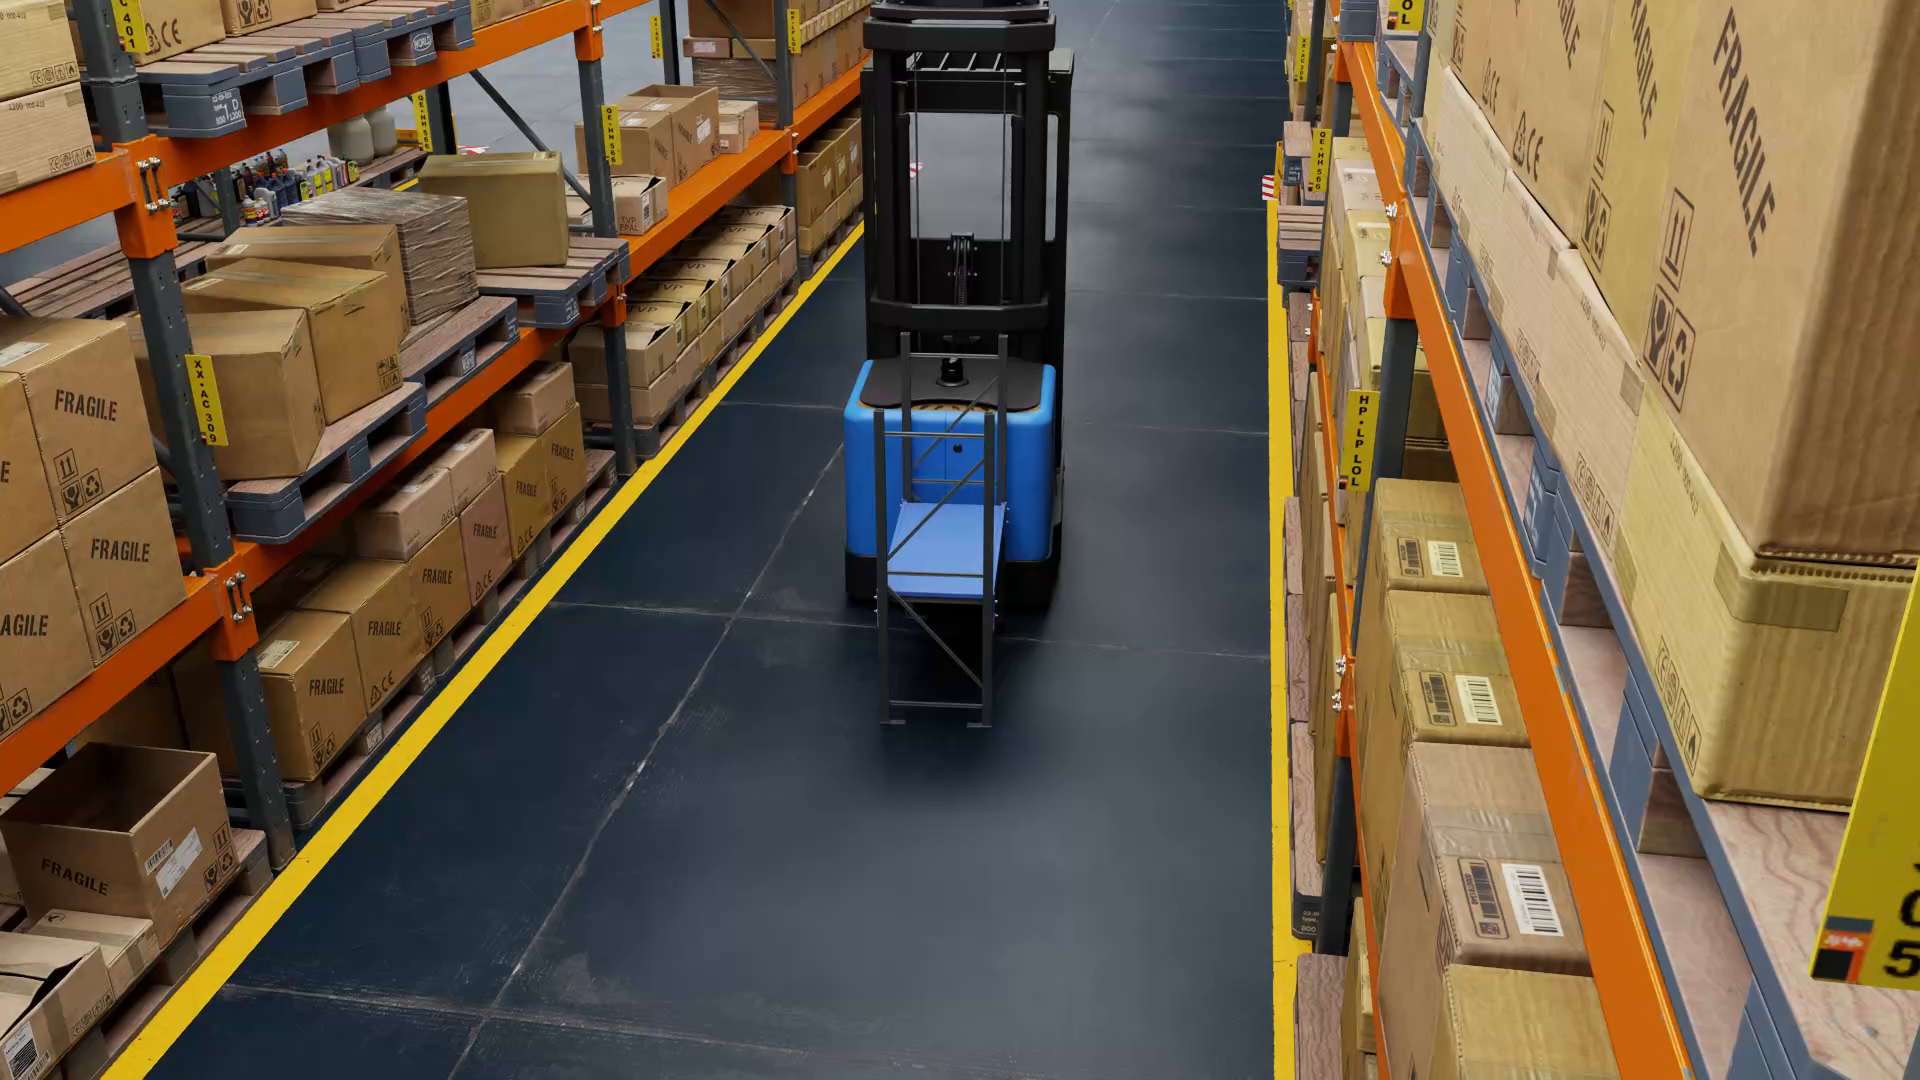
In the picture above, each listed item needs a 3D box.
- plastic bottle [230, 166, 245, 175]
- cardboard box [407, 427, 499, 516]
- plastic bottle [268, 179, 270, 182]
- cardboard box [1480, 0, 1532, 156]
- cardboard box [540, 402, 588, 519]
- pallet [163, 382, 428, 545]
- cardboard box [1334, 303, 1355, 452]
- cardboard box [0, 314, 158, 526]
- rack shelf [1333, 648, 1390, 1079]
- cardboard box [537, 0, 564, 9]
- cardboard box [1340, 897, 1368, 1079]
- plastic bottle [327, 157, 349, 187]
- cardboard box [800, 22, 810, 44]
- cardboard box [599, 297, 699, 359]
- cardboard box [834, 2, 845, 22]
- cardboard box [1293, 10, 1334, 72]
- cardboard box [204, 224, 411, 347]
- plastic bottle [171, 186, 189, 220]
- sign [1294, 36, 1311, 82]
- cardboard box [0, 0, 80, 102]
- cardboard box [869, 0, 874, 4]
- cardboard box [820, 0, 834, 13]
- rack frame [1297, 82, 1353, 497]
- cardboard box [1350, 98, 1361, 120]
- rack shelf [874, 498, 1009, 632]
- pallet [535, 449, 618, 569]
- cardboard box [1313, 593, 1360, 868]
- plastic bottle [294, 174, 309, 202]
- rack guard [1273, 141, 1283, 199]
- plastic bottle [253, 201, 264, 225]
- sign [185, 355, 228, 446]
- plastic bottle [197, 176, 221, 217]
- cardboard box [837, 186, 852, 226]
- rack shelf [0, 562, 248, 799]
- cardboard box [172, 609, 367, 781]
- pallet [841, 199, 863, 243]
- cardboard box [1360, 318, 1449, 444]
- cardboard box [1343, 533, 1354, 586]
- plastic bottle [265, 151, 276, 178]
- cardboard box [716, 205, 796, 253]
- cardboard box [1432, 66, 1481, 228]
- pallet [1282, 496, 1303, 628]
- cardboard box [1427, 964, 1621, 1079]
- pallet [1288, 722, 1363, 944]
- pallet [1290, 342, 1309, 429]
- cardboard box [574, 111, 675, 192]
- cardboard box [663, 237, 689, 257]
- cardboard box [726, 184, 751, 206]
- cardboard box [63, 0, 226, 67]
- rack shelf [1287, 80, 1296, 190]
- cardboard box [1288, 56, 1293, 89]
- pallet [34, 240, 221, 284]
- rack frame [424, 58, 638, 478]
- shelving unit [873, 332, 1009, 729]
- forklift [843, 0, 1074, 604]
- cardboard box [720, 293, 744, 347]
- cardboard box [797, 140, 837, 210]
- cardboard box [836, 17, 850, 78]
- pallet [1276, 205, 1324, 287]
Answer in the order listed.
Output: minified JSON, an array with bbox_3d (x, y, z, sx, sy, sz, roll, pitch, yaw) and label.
[{"bbox_3d":[-6.771,-3.350,15.562,0.152,0.276,0.135,4,25,9],"label":"plastic bottle"},{"bbox_3d":[-2.563,-0.341,7.986,0.500,0.250,0.500,4,25,8],"label":"cardboard box"},{"bbox_3d":[-6.260,-3.153,15.147,0.097,0.271,0.097,0,25,0],"label":"plastic bottle"},{"bbox_3d":[1.214,-0.944,2.869,0.500,0.500,0.500,4,25,9],"label":"cardboard box"},{"bbox_3d":[-2.395,-0.454,9.110,0.500,0.500,0.500,5,26,11],"label":"cardboard box"},{"bbox_3d":[-2.889,-0.361,6.709,1.003,0.211,1.213,4,25,9],"label":"pallet"},{"bbox_3d":[1.751,-0.602,6.506,0.500,0.500,0.500,4,25,9],"label":"cardboard box"},{"bbox_3d":[-2.955,-0.390,5.247,0.500,0.500,0.500,4,25,9],"label":"cardboard box"},{"bbox_3d":[1.433,1.383,3.606,1.077,0.370,4.000,4,25,9],"label":"rack shelf"},{"bbox_3d":[-2.512,-3.013,8.492,0.910,0.500,0.500,4,25,9],"label":"cardboard box"},{"bbox_3d":[1.537,1.468,5.028,0.700,0.500,0.500,4,25,9],"label":"cardboard box"},{"bbox_3d":[-5.988,-3.548,15.986,0.152,0.276,0.135,4,25,9],"label":"plastic bottle"},{"bbox_3d":[-1.462,-4.228,13.860,0.380,0.149,0.250,4,25,8],"label":"cardboard box"},{"bbox_3d":[-2.021,-1.412,10.814,0.500,0.311,0.500,3,25,7],"label":"cardboard box"},{"bbox_3d":[-1.251,-4.764,15.007,0.380,0.149,0.250,5,25,10],"label":"cardboard box"},{"bbox_3d":[3.009,-4.044,13.620,0.500,0.500,0.500,3,25,7],"label":"cardboard box"},{"bbox_3d":[-2.900,-1.100,7.447,0.700,0.500,0.500,-2,25,-5],"label":"cardboard box"},{"bbox_3d":[-6.953,-3.005,14.816,0.061,0.283,0.133,5,26,11],"label":"plastic bottle"},{"bbox_3d":[2.531,-3.552,12.278,0.100,0.325,0.005,4,25,9],"label":"sign"},{"bbox_3d":[-2.939,-1.416,4.785,0.500,0.250,0.500,4,25,9],"label":"cardboard box"},{"bbox_3d":[-1.041,-5.306,16.164,0.380,0.149,0.250,4,25,8],"label":"cardboard box"},{"bbox_3d":[-1.508,-4.915,14.565,0.700,0.500,0.500,4,25,9],"label":"cardboard box"},{"bbox_3d":[2.414,-1.452,8.814,1.000,3.000,0.127,4,25,9],"label":"rack frame"},{"bbox_3d":[2.662,-2.417,10.238,0.700,0.500,0.500,4,25,9],"label":"cardboard box"},{"bbox_3d":[-0.067,0.099,7.694,0.538,0.185,1.000,2,25,4],"label":"rack shelf"},{"bbox_3d":[-2.633,-0.221,9.474,1.003,0.211,1.213,4,25,9],"label":"pallet"},{"bbox_3d":[1.738,0.723,6.207,0.750,0.750,0.750,4,25,9],"label":"cardboard box"},{"bbox_3d":[-6.066,-3.234,15.307,0.061,0.283,0.133,5,26,11],"label":"plastic bottle"},{"bbox_3d":[3.709,-3.634,16.424,1.175,0.500,0.348,4,25,9],"label":"rack guard"},{"bbox_3d":[-6.205,-2.889,14.665,0.097,0.201,0.097,0,25,0],"label":"plastic bottle"},{"bbox_3d":[-2.591,-0.479,5.713,0.100,0.325,0.005,4,25,9],"label":"sign"},{"bbox_3d":[-6.743,-3.090,14.920,0.144,0.351,0.185,4,25,9],"label":"plastic bottle"},{"bbox_3d":[-1.272,-3.002,14.873,0.500,0.250,0.500,4,25,9],"label":"cardboard box"},{"bbox_3d":[-3.454,1.041,4.335,1.077,0.370,4.000,4,25,9],"label":"rack shelf"},{"bbox_3d":[-2.808,0.627,6.803,0.500,0.500,0.500,3,25,6],"label":"cardboard box"},{"bbox_3d":[-1.452,-3.045,15.507,1.003,0.211,1.213,4,25,9],"label":"pallet"},{"bbox_3d":[1.584,-0.521,5.448,0.500,0.250,0.500,5,25,10],"label":"cardboard box"},{"bbox_3d":[1.554,0.057,5.862,0.380,0.149,0.250,4,25,9],"label":"cardboard box"},{"bbox_3d":[-6.711,-3.623,16.138,0.061,0.283,0.133,4,25,9],"label":"plastic bottle"},{"bbox_3d":[-1.604,-2.476,13.089,0.500,0.311,0.500,4,25,9],"label":"cardboard box"},{"bbox_3d":[1.290,-0.822,3.494,0.500,0.250,0.500,3,25,7],"label":"cardboard box"},{"bbox_3d":[2.211,0.135,8.712,1.003,0.211,1.213,4,25,9],"label":"pallet"},{"bbox_3d":[1.288,1.239,2.711,0.980,0.700,0.700,4,25,8],"label":"cardboard box"},{"bbox_3d":[1.812,1.156,6.532,1.003,0.211,1.213,4,25,9],"label":"pallet"},{"bbox_3d":[2.745,-1.025,11.190,1.003,0.211,1.213,4,25,9],"label":"pallet"},{"bbox_3d":[-2.216,-2.542,11.025,0.500,0.500,0.500,3,25,6],"label":"cardboard box"},{"bbox_3d":[-2.304,-2.084,12.252,0.500,0.311,0.500,3,25,7],"label":"cardboard box"},{"bbox_3d":[-1.867,-3.169,14.345,0.500,0.500,0.500,4,25,9],"label":"cardboard box"},{"bbox_3d":[-2.973,-1.966,5.642,0.600,0.600,0.600,2,25,4],"label":"cardboard box"},{"bbox_3d":[3.394,-3.636,14.328,1.077,0.370,4.000,4,25,9],"label":"rack shelf"},{"bbox_3d":[3.168,-4.126,14.680,0.500,0.250,0.500,4,25,8],"label":"cardboard box"},{"bbox_3d":[-6.796,-2.217,13.738,1.003,0.211,1.213,4,25,9],"label":"pallet"},{"bbox_3d":[-2.474,-1.794,9.544,1.000,3.000,0.127,4,25,9],"label":"rack frame"},{"bbox_3d":[-0.067,-0.064,7.617,0.538,1.500,1.048,2,25,4],"label":"shelving unit"},{"bbox_3d":[0.050,-1.591,9.191,1.130,2.935,3.031,2,25,4],"label":"forklift"},{"bbox_3d":[-1.854,-1.580,11.835,0.500,0.250,0.500,5,25,10],"label":"cardboard box"},{"bbox_3d":[-1.362,-3.133,14.269,0.500,0.500,0.500,4,25,9],"label":"cardboard box"},{"bbox_3d":[-1.423,-4.563,15.343,0.700,0.500,0.500,4,25,9],"label":"cardboard box"},{"bbox_3d":[2.425,-1.671,9.507,1.213,0.211,1.003,4,25,9],"label":"pallet"}]
